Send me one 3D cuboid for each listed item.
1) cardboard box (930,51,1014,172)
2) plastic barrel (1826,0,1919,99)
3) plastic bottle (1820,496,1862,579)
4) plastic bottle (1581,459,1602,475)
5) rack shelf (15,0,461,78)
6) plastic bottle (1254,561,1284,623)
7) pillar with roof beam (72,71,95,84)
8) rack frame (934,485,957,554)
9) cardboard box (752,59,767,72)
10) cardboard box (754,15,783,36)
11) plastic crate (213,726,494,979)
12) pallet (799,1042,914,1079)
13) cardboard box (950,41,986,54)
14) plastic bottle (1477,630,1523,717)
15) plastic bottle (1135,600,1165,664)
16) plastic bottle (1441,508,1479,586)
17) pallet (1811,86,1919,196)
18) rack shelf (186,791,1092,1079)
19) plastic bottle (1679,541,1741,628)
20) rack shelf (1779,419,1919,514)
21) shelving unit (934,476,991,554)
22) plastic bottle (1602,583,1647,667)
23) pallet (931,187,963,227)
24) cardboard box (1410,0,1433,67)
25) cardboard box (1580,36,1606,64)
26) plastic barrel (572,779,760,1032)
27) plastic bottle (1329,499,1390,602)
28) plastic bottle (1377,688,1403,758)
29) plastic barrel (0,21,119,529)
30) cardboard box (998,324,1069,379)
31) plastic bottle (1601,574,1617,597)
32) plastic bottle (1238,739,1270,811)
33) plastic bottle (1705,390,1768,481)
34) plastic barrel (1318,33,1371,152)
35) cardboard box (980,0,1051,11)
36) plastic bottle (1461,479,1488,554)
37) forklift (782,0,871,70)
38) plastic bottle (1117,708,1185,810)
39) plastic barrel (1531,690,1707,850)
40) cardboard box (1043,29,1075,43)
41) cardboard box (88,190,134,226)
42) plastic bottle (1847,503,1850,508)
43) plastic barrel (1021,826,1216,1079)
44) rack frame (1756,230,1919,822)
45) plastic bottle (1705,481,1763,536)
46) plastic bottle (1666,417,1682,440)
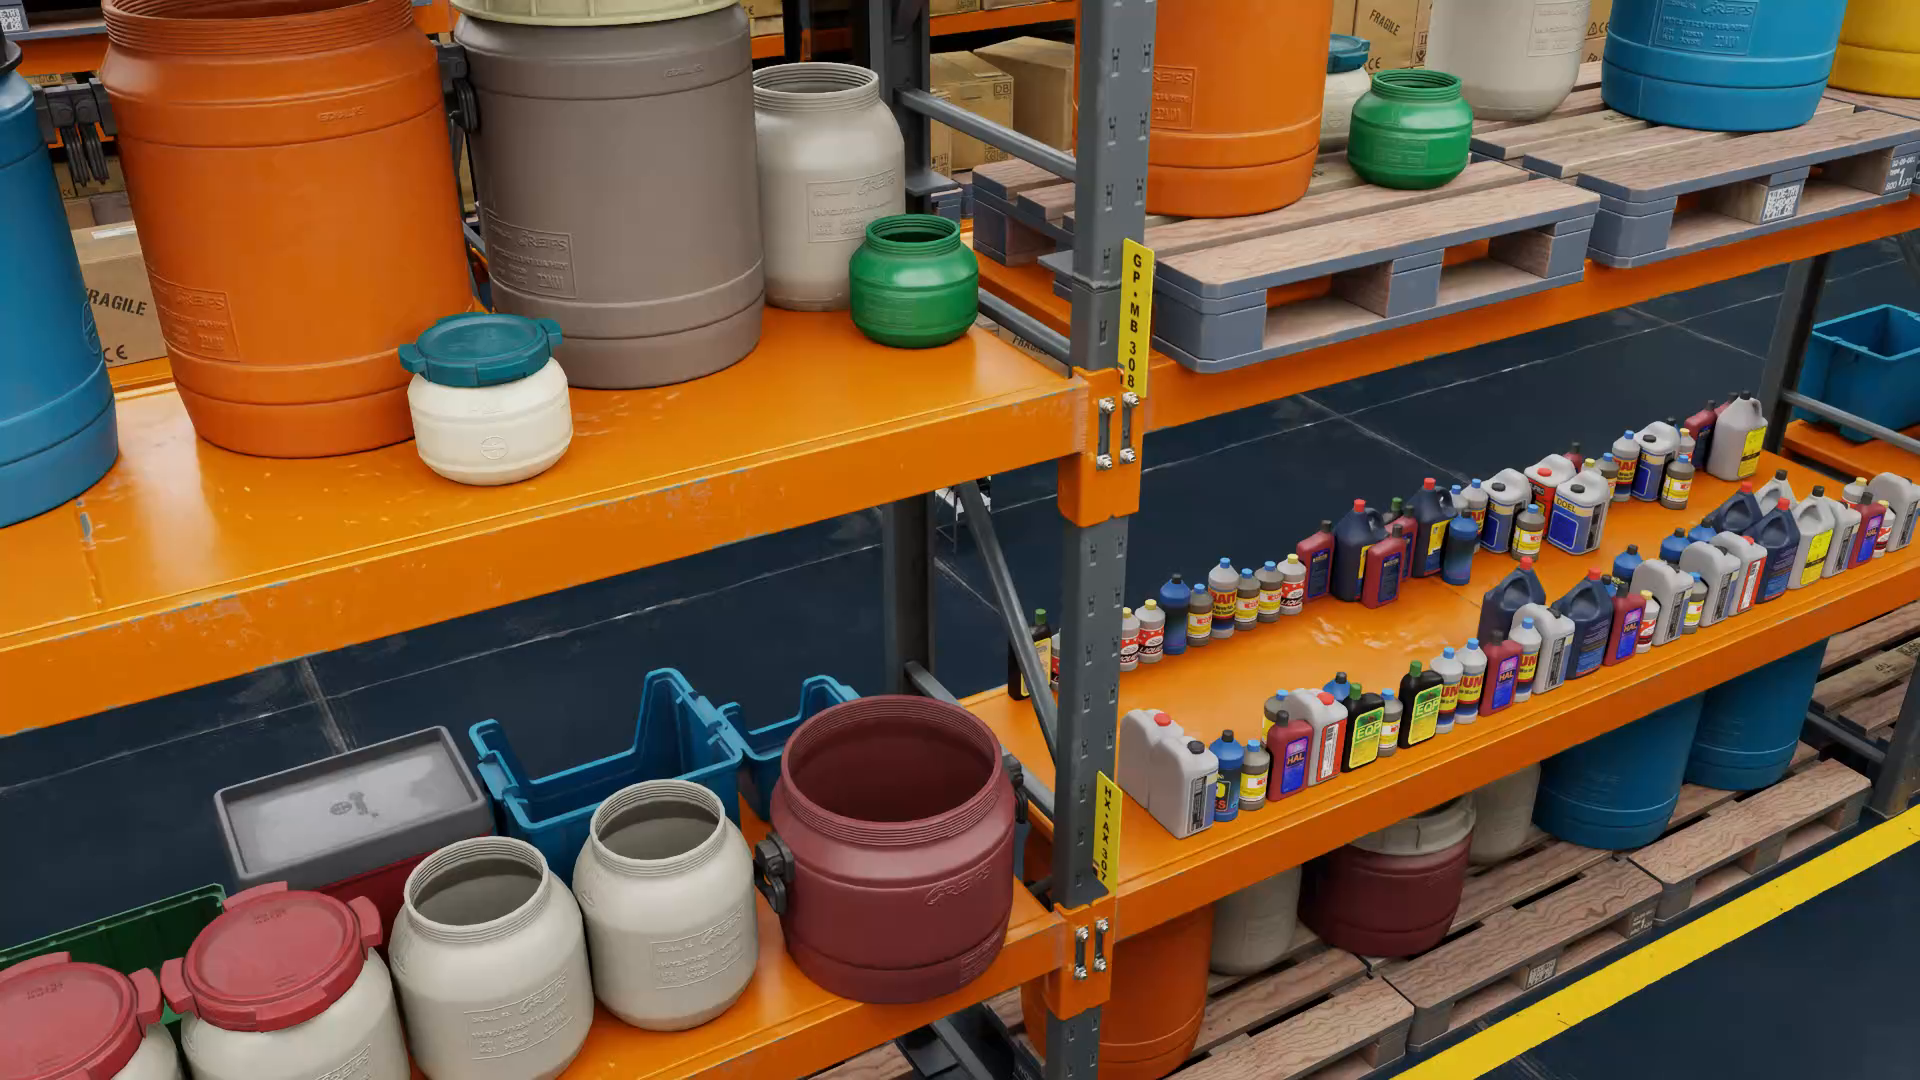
[{"bbox_3d":[-0.058,-2.477,9.596,0.500,0.500,0.700,-11,31,-19],"label":"cardboard box"},{"bbox_3d":[2.847,-1.674,4.945,0.600,0.588,0.600,0,29,0],"label":"plastic barrel"},{"bbox_3d":[3.040,-0.028,5.824,0.135,0.276,0.152,-16,33,-26],"label":"plastic bottle"},{"bbox_3d":[2.342,-0.207,6.226,0.097,0.201,0.097,0,29,0],"label":"plastic bottle"},{"bbox_3d":[-4.148,-1.996,6.903,4.000,0.370,1.077,-16,33,-26],"label":"rack shelf"},{"bbox_3d":[1.026,0.167,5.549,0.097,0.201,0.097,0,29,0],"label":"plastic bottle"},{"bbox_3d":[-4.315,-4.426,7.456,0.400,9.000,9.100,-16,33,-26],"label":"pillar with roof beam"},{"bbox_3d":[-0.081,-0.371,8.491,0.006,0.900,0.240,-16,33,-26],"label":"rack frame"},{"bbox_3d":[-1.983,-3.559,13.885,0.750,0.750,0.750,-15,32,-26],"label":"cardboard box"},{"bbox_3d":[-1.636,-4.228,13.545,0.250,0.149,0.380,-16,32,-26],"label":"cardboard box"},{"bbox_3d":[-1.466,0.817,4.099,0.583,0.464,0.402,-16,33,-26],"label":"plastic crate"},{"bbox_3d":[-0.605,1.971,4.960,1.213,0.211,1.003,-16,33,-26],"label":"pallet"},{"bbox_3d":[0.104,-4.410,15.118,0.250,0.149,0.380,-16,33,-27],"label":"cardboard box"},{"bbox_3d":[1.639,0.393,5.055,0.133,0.283,0.061,-16,33,-26],"label":"plastic bottle"},{"bbox_3d":[0.607,0.286,5.333,0.097,0.201,0.097,0,29,0],"label":"plastic bottle"},{"bbox_3d":[1.732,0.017,5.749,0.097,0.271,0.097,0,29,0],"label":"plastic bottle"},{"bbox_3d":[2.905,-1.400,5.274,1.003,0.211,1.213,-16,33,-26],"label":"pallet"},{"bbox_3d":[-1.642,1.381,3.887,4.000,0.370,1.077,-16,33,-26],"label":"rack shelf"},{"bbox_3d":[2.489,0.129,5.541,0.135,0.276,0.152,-16,33,-26],"label":"plastic bottle"},{"bbox_3d":[5.255,-0.577,7.436,4.000,0.370,1.077,-16,33,-26],"label":"rack shelf"},{"bbox_3d":[0.007,-0.396,8.536,0.210,0.900,0.258,-16,33,-26],"label":"shelving unit"},{"bbox_3d":[2.113,0.258,5.299,0.133,0.283,0.061,-16,33,-26],"label":"plastic bottle"},{"bbox_3d":[-0.750,-1.882,9.254,1.213,0.211,1.003,-16,33,-26],"label":"pallet"},{"bbox_3d":[2.906,-3.325,10.533,0.500,0.500,0.500,-15,32,-25],"label":"cardboard box"},{"bbox_3d":[4.225,-3.267,11.461,0.500,0.500,0.500,-15,32,-25],"label":"cardboard box"},{"bbox_3d":[-0.696,0.869,3.956,0.421,0.512,0.421,0,29,0],"label":"plastic barrel"},{"bbox_3d":[1.359,0.020,5.660,0.185,0.351,0.144,-16,33,-26],"label":"plastic bottle"},{"bbox_3d":[1.247,0.529,4.892,0.097,0.201,0.097,0,29,0],"label":"plastic bottle"},{"bbox_3d":[-1.910,-0.512,2.950,0.708,0.901,0.600,-16,33,-26],"label":"plastic barrel"},{"bbox_3d":[0.314,-1.207,9.965,0.500,0.500,0.500,-16,33,-26],"label":"cardboard box"},{"bbox_3d":[2.057,0.235,5.353,0.097,0.271,0.097,0,29,0],"label":"plastic bottle"},{"bbox_3d":[0.817,0.652,4.670,0.097,0.201,0.097,0,29,0],"label":"plastic bottle"},{"bbox_3d":[3.028,-0.420,6.457,0.185,0.351,0.144,-16,33,-26],"label":"plastic bottle"},{"bbox_3d":[0.932,-1.183,4.394,0.301,0.262,0.301,0,29,0],"label":"plastic barrel"},{"bbox_3d":[0.242,-5.145,14.659,0.700,0.700,0.980,-18,33,-29],"label":"cardboard box"},{"bbox_3d":[1.827,-0.091,5.944,0.097,0.271,0.097,0,29,0],"label":"plastic bottle"},{"bbox_3d":[-1.094,-2.813,10.813,3.031,2.935,1.130,-15,32,-25],"label":"forklift"},{"bbox_3d":[0.542,0.596,4.693,0.135,0.276,0.152,-16,33,-26],"label":"plastic bottle"},{"bbox_3d":[2.443,0.632,6.238,0.708,0.901,0.600,-16,33,-26],"label":"plastic barrel"},{"bbox_3d":[0.978,-4.659,15.568,0.250,0.149,0.380,-16,33,-26],"label":"cardboard box"},{"bbox_3d":[-6.034,-2.373,12.077,0.500,0.500,0.700,-16,33,-26],"label":"cardboard box"},{"bbox_3d":[3.123,-0.037,5.919,0.097,0.201,0.097,0,29,0],"label":"plastic bottle"},{"bbox_3d":[0.495,1.216,5.253,0.708,0.830,0.600,-16,33,-26],"label":"plastic barrel"},{"bbox_3d":[3.531,-0.402,6.375,0.127,3.000,1.000,-16,33,-26],"label":"rack frame"},{"bbox_3d":[2.672,-0.034,5.759,0.185,0.351,0.144,-16,33,-26],"label":"plastic bottle"},{"bbox_3d":[2.710,-0.342,6.398,0.097,0.271,0.097,0,29,0],"label":"plastic bottle"}]
